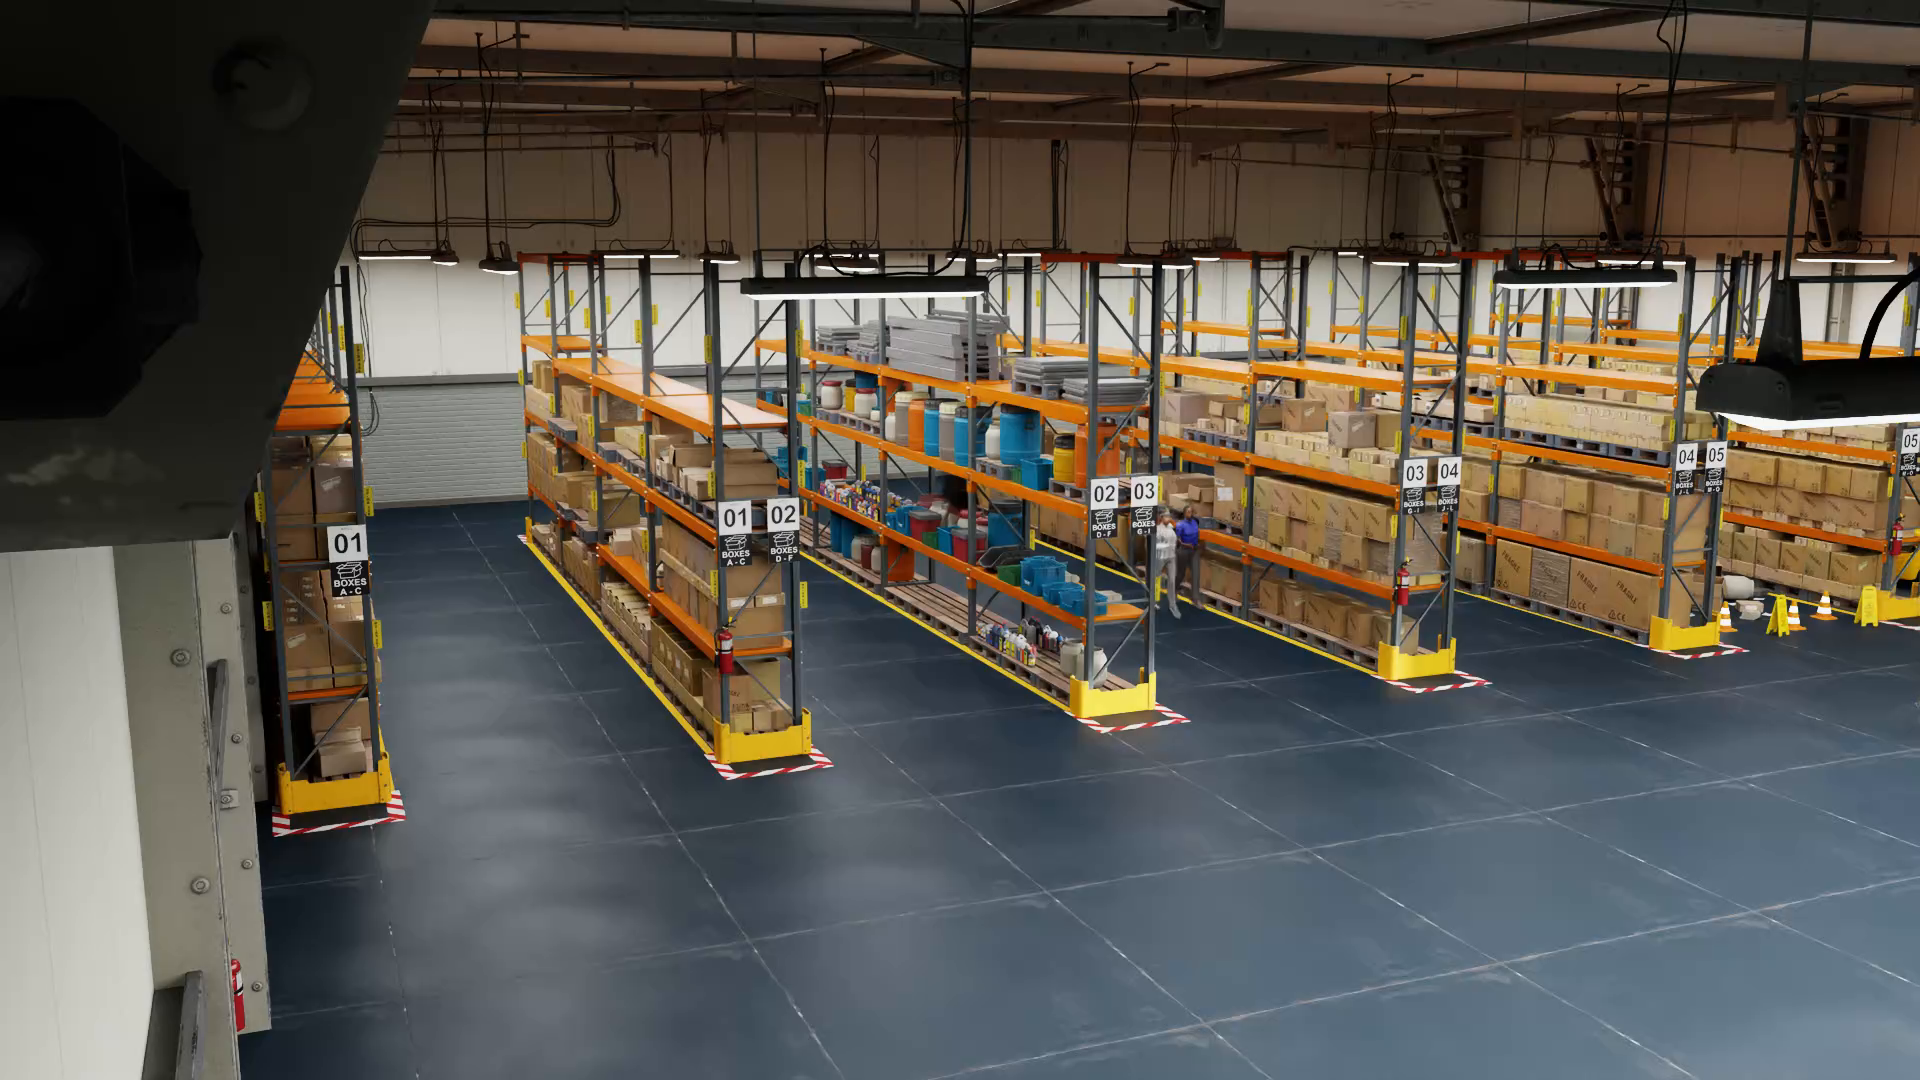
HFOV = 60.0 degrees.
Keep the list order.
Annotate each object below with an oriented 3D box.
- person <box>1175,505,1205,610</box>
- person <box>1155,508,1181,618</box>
[{"bbox_3d":[3.761,0.257,27.424,0.592,1.673,0.862,-5,12,-26],"label":"person"},{"bbox_3d":[3.296,0.345,26.879,0.598,1.779,0.740,-6,12,-28],"label":"person"}]
